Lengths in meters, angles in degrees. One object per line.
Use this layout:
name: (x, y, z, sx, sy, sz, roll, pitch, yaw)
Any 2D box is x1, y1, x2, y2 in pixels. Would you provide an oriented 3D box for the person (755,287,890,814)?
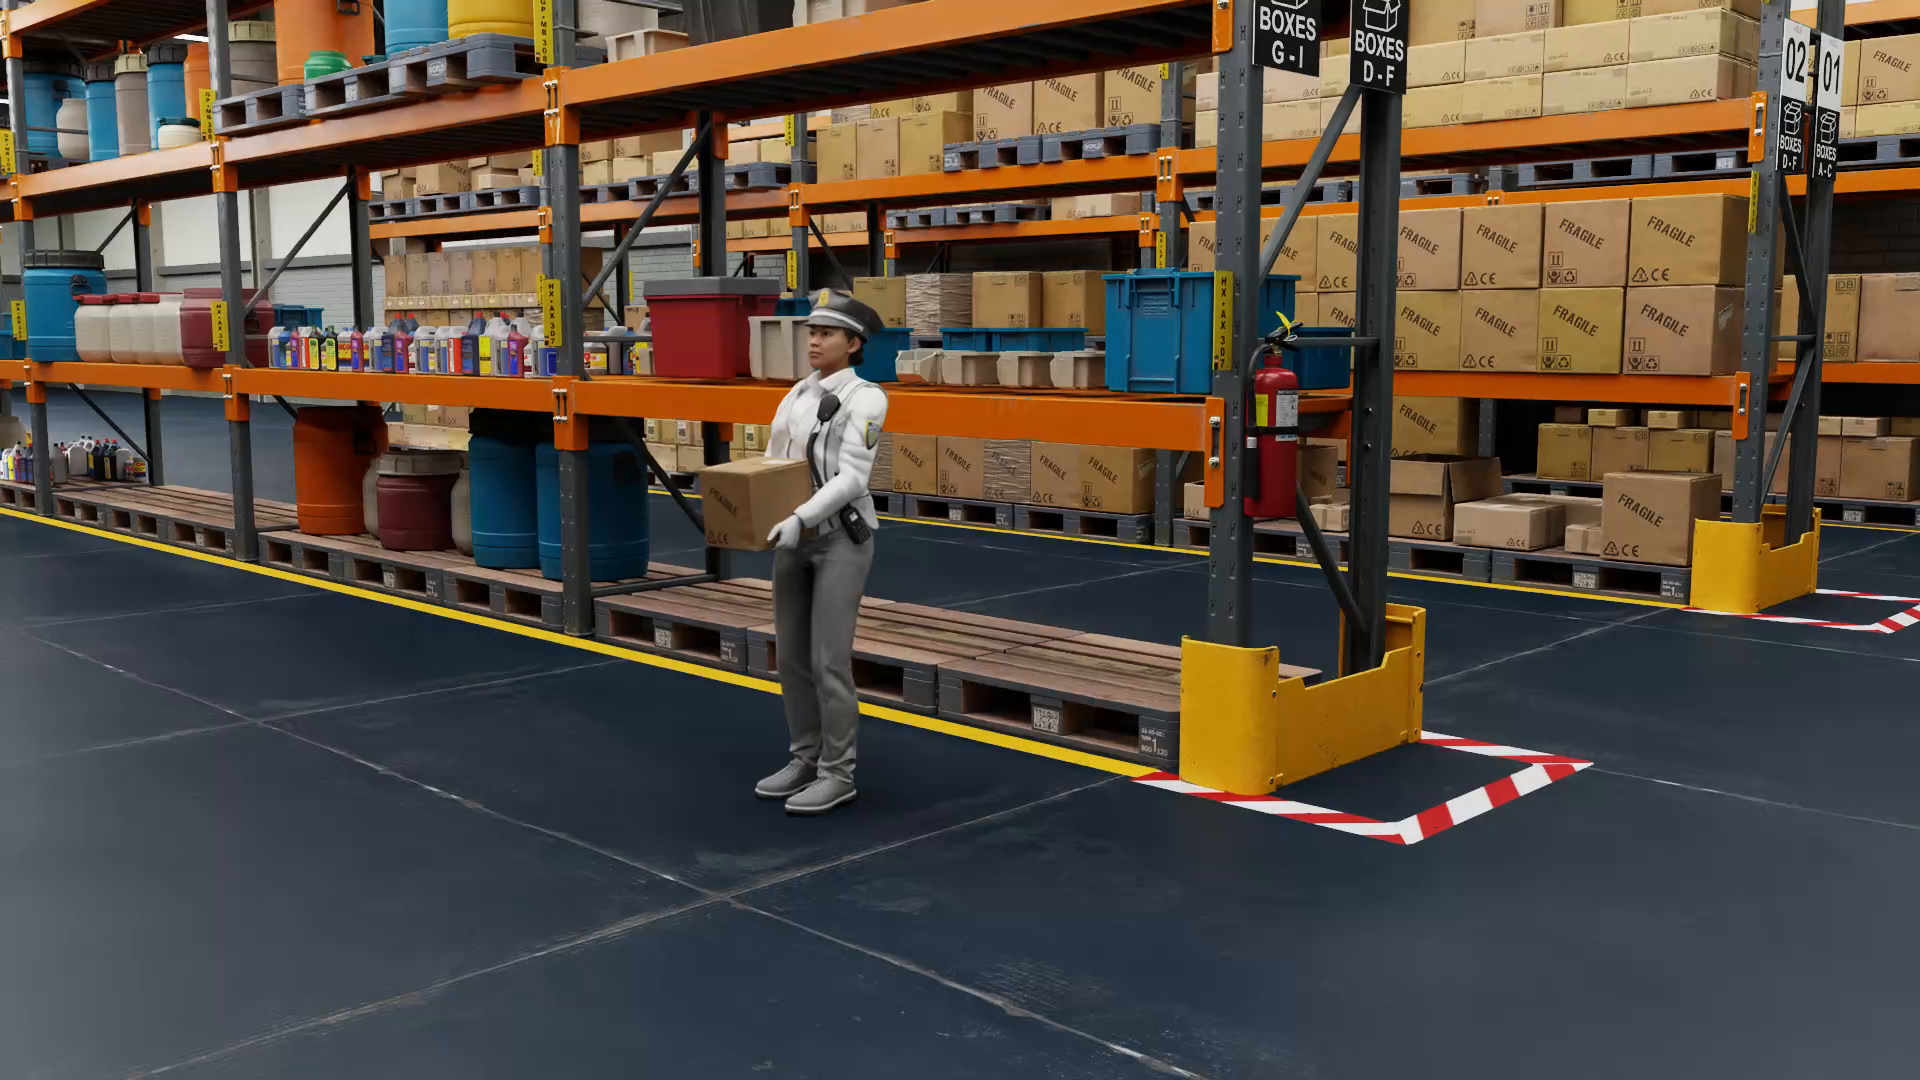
person: (-0.498, 0.028, 5.429, 0.463, 1.688, 0.554, 7, 10, 43)
